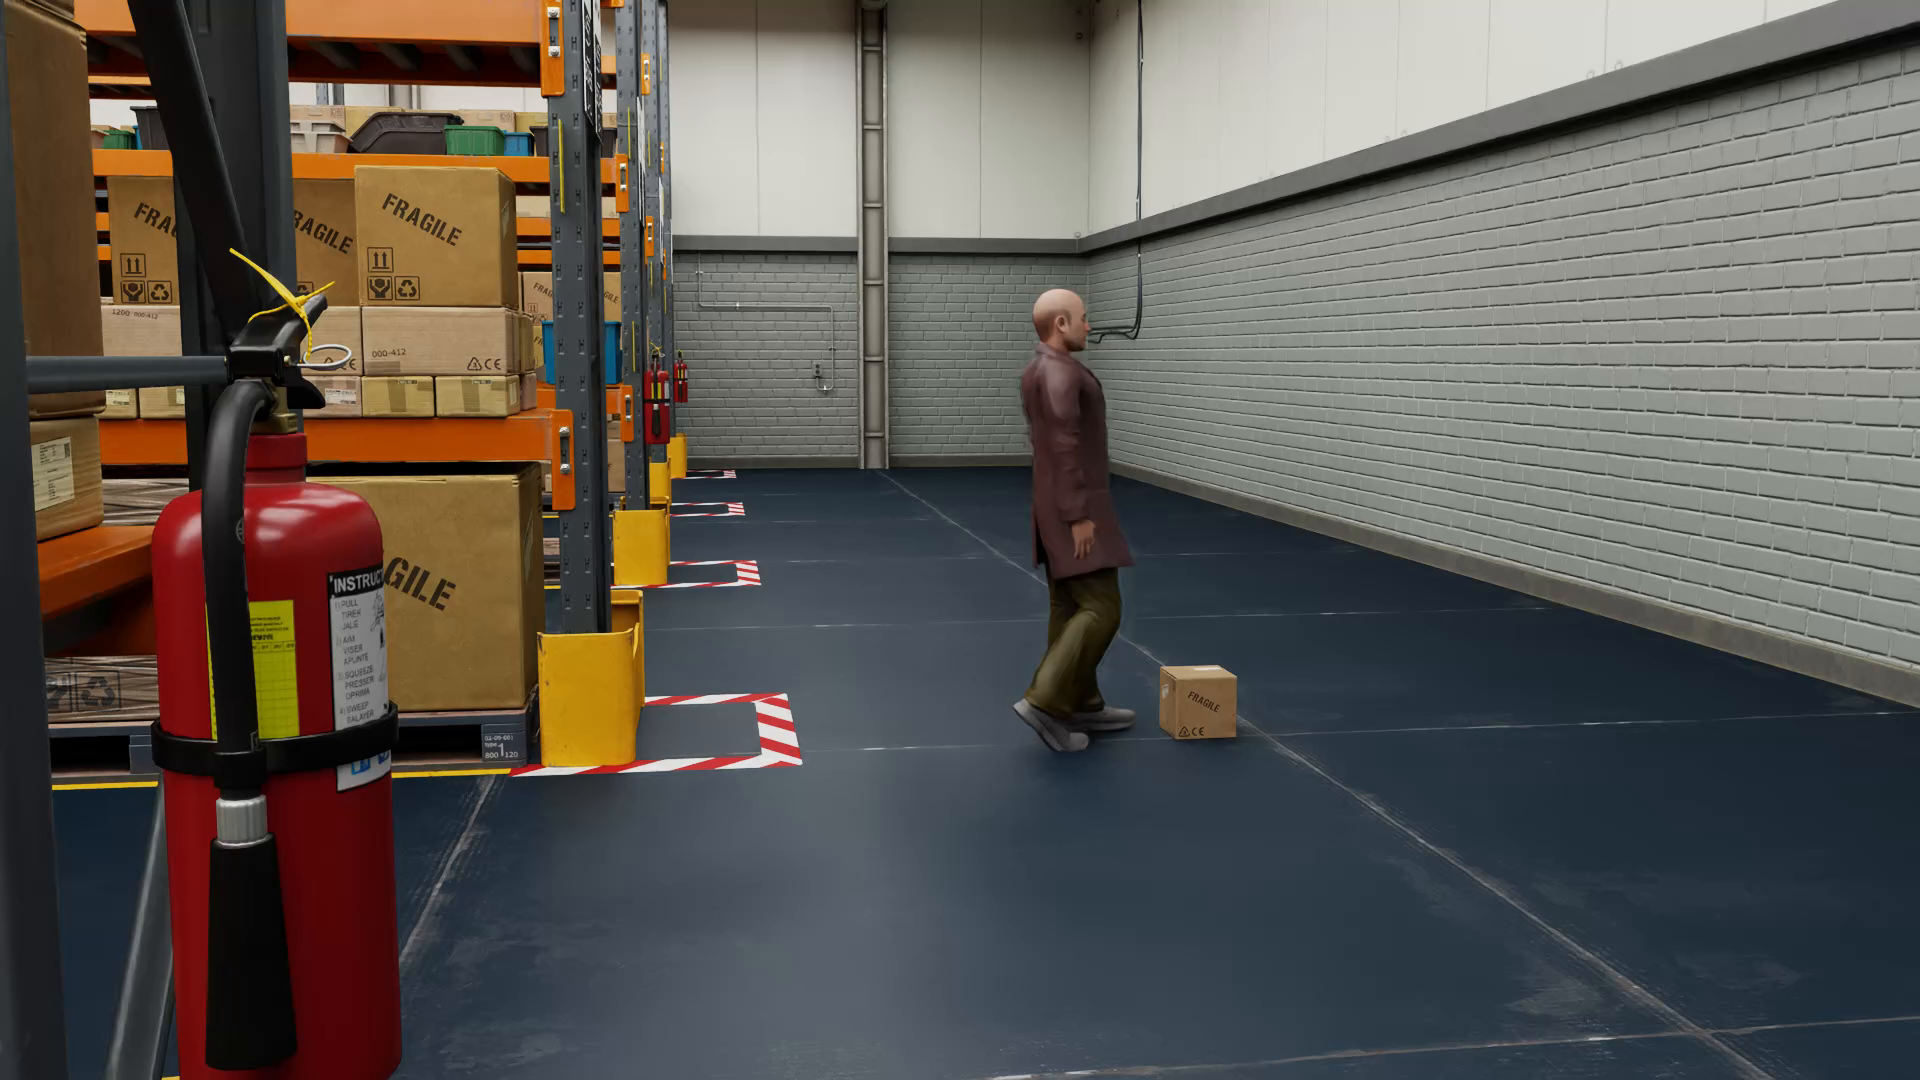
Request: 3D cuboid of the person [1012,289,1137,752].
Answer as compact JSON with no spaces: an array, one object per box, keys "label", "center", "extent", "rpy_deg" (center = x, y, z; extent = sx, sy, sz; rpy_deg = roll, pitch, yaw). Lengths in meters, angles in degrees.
[{"label":"person","center":[0.453,-0.073,6.608],"extent":[0.580,1.785,0.625],"rpy_deg":[-1,6,-8]}]
